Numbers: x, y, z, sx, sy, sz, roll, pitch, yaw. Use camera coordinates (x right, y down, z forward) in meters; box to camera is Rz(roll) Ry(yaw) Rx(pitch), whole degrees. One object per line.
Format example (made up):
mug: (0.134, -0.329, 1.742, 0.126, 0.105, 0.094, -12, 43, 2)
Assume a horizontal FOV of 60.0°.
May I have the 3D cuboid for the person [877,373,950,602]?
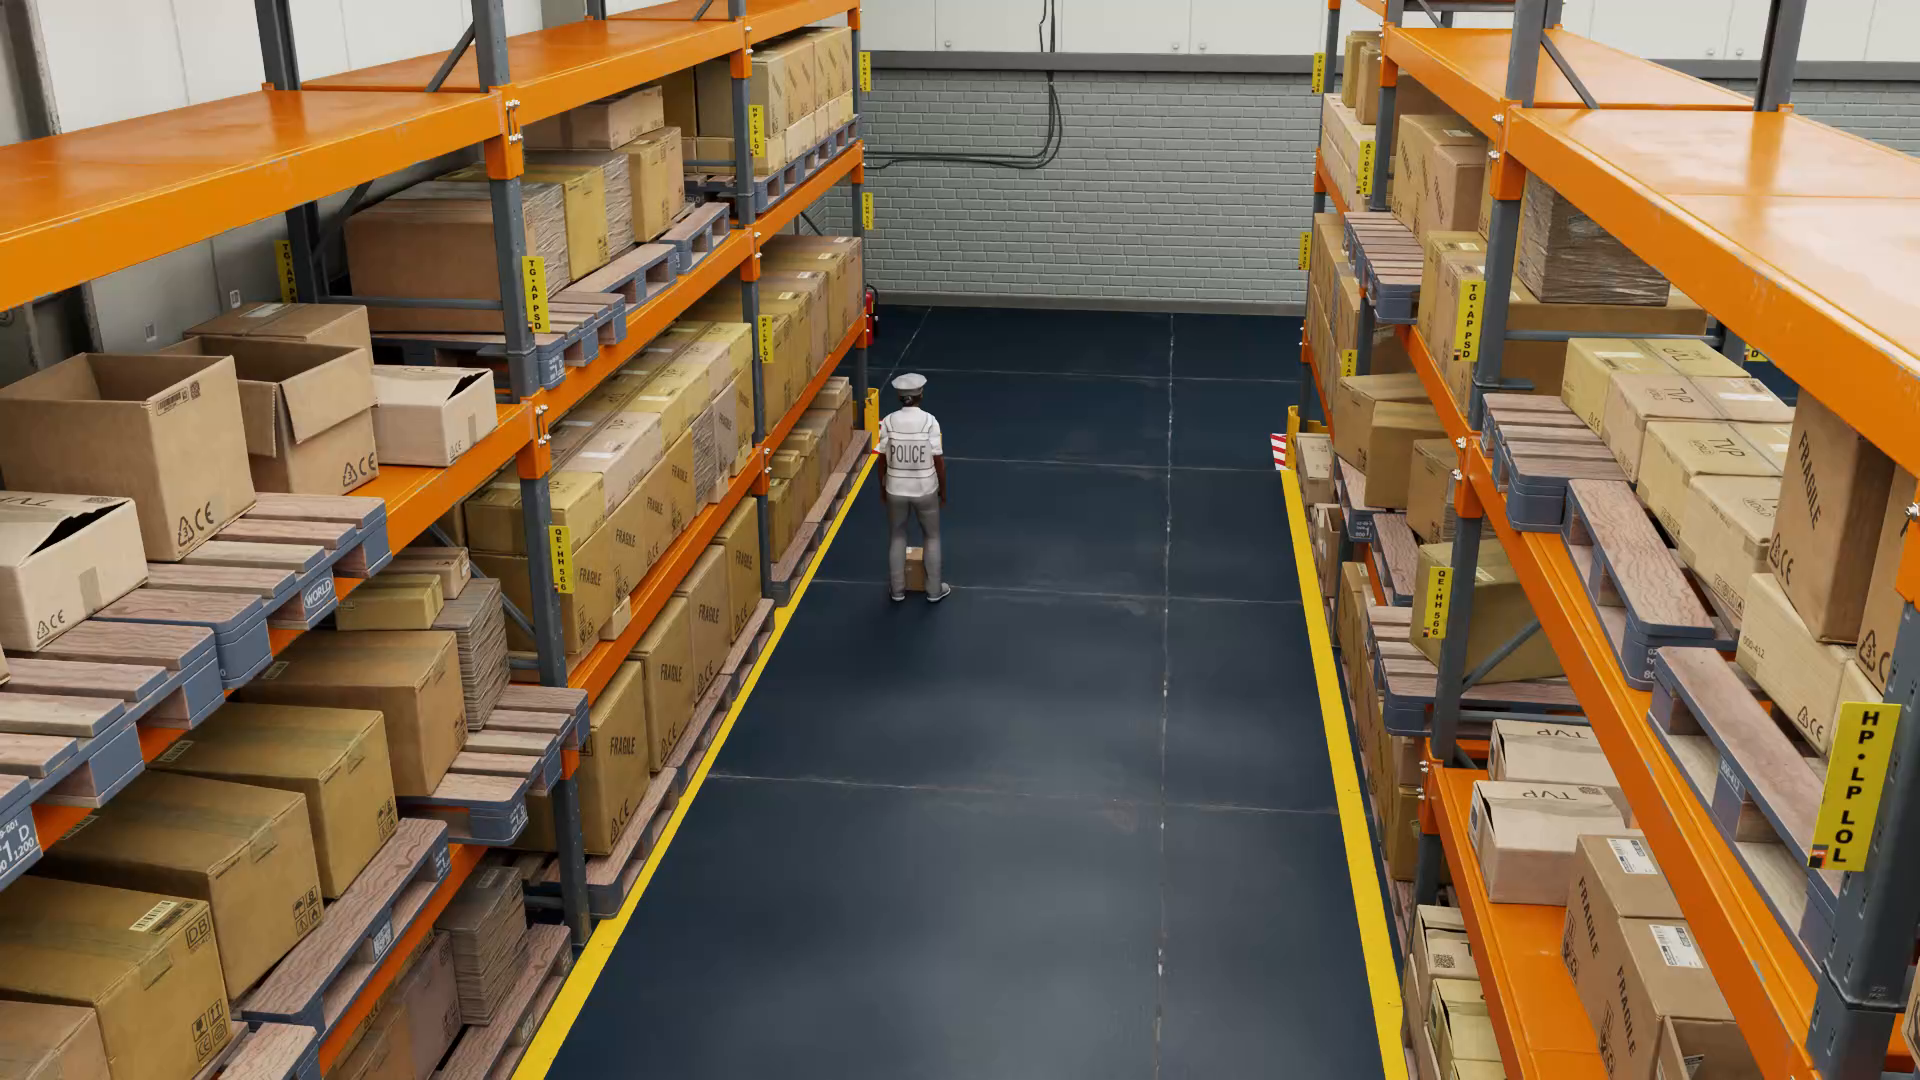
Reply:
person: (-0.337, -0.354, 11.991, 0.506, 1.659, 0.392, 3, 21, 7)
